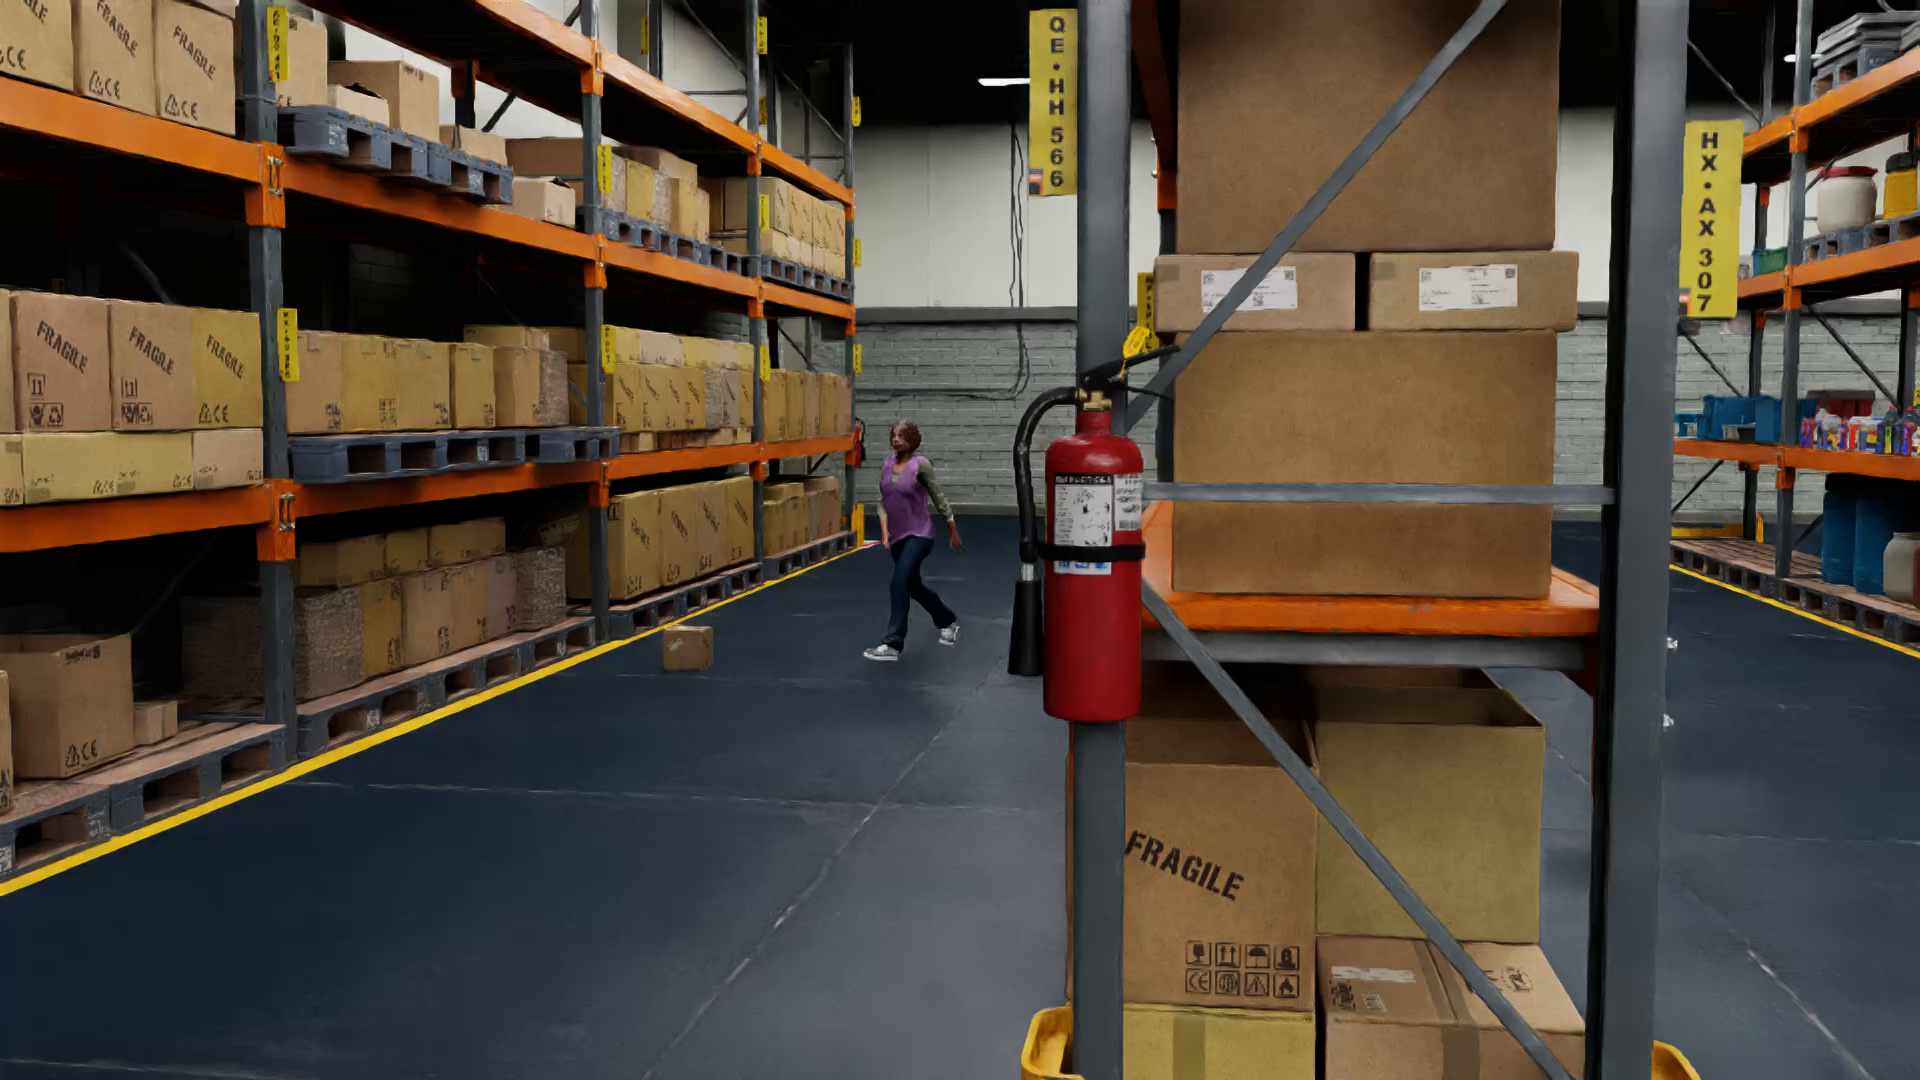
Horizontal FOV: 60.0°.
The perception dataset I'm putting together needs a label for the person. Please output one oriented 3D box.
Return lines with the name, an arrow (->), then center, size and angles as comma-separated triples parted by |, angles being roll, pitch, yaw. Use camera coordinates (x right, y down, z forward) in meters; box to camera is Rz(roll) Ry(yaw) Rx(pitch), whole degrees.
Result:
person -> -0.297, -0.012, 10.846 | 0.432, 1.545, 0.921 | 4, 6, 41
